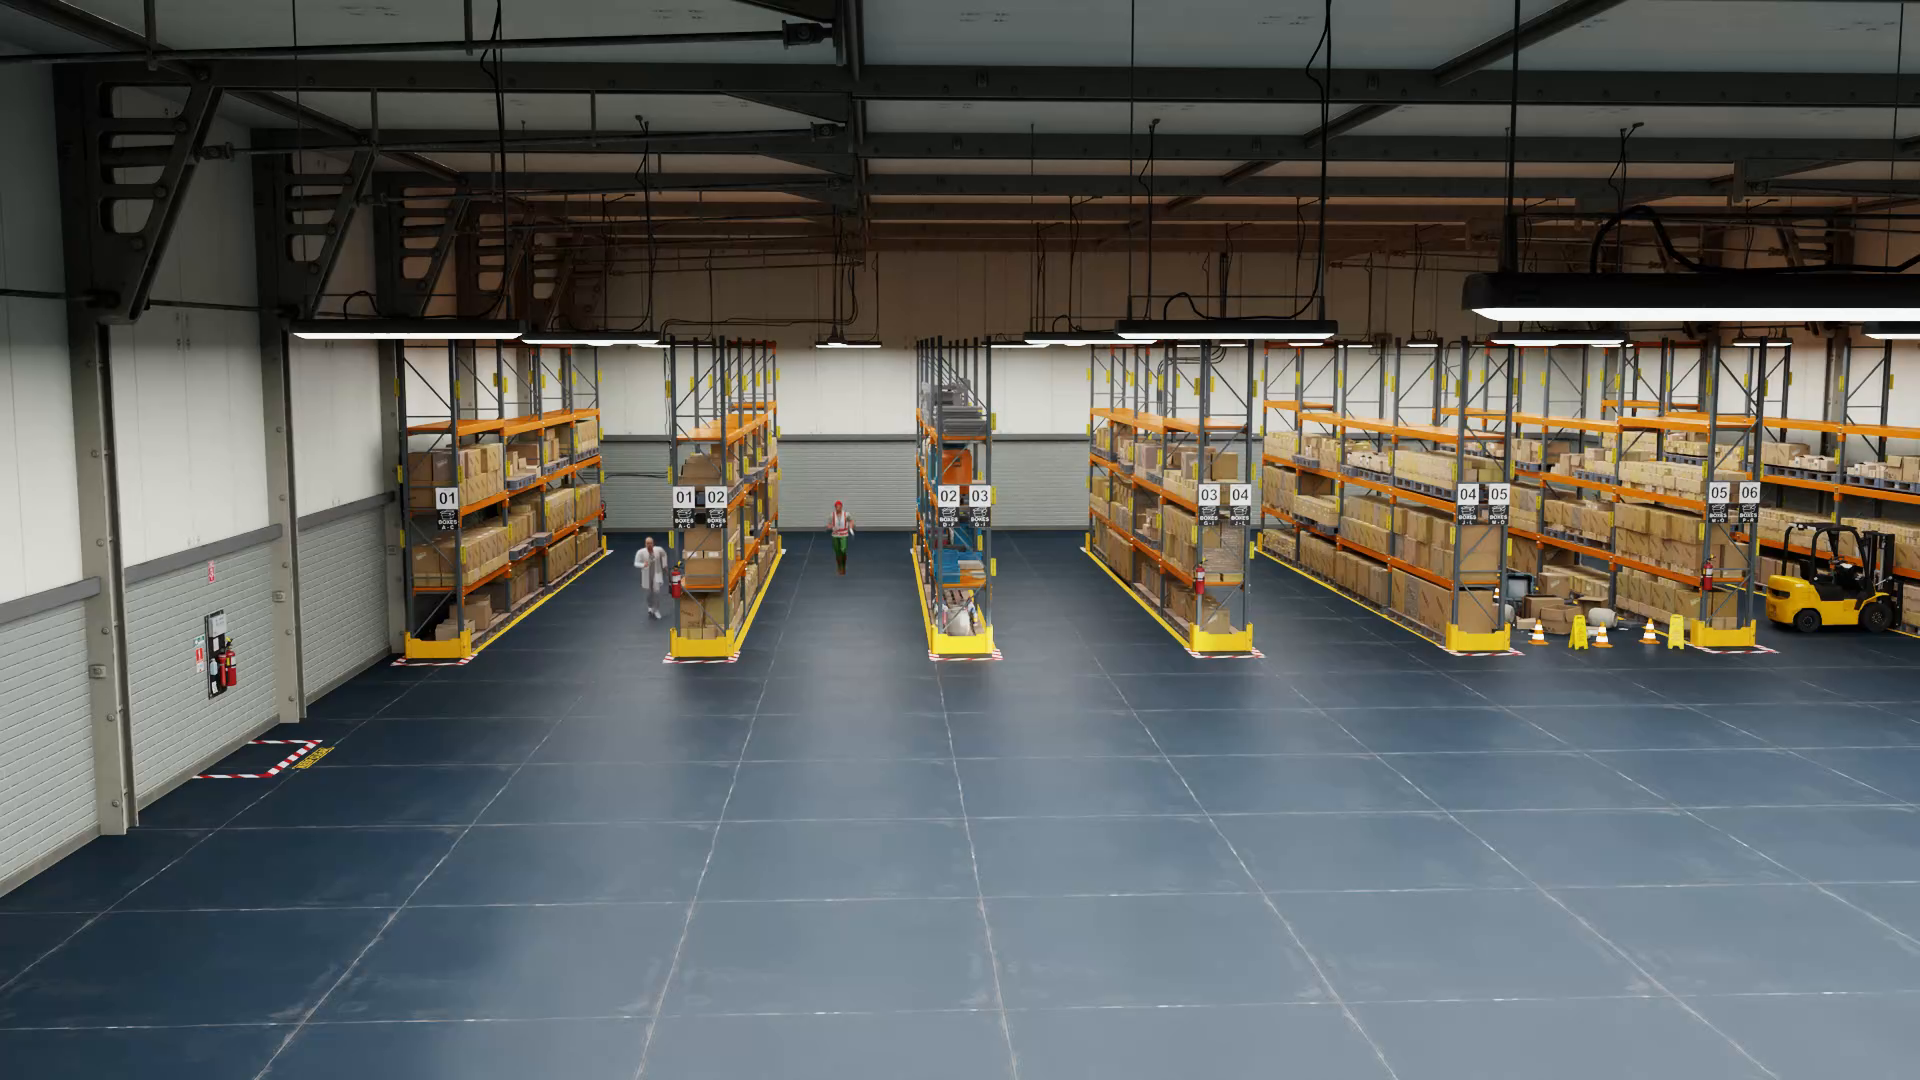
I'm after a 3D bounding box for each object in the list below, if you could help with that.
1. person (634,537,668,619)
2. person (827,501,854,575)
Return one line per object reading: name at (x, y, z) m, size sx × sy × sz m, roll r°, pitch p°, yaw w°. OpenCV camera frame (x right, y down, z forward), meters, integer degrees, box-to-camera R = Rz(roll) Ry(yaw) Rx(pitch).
person at (-6.645, 0.797, 35.850) m, size 0.700 × 1.755 × 1.061 m, roll -1°, pitch 7°, yaw -7°
person at (-2.933, -0.050, 40.633) m, size 0.640 × 1.822 × 0.766 m, roll 0°, pitch 7°, yaw 4°
